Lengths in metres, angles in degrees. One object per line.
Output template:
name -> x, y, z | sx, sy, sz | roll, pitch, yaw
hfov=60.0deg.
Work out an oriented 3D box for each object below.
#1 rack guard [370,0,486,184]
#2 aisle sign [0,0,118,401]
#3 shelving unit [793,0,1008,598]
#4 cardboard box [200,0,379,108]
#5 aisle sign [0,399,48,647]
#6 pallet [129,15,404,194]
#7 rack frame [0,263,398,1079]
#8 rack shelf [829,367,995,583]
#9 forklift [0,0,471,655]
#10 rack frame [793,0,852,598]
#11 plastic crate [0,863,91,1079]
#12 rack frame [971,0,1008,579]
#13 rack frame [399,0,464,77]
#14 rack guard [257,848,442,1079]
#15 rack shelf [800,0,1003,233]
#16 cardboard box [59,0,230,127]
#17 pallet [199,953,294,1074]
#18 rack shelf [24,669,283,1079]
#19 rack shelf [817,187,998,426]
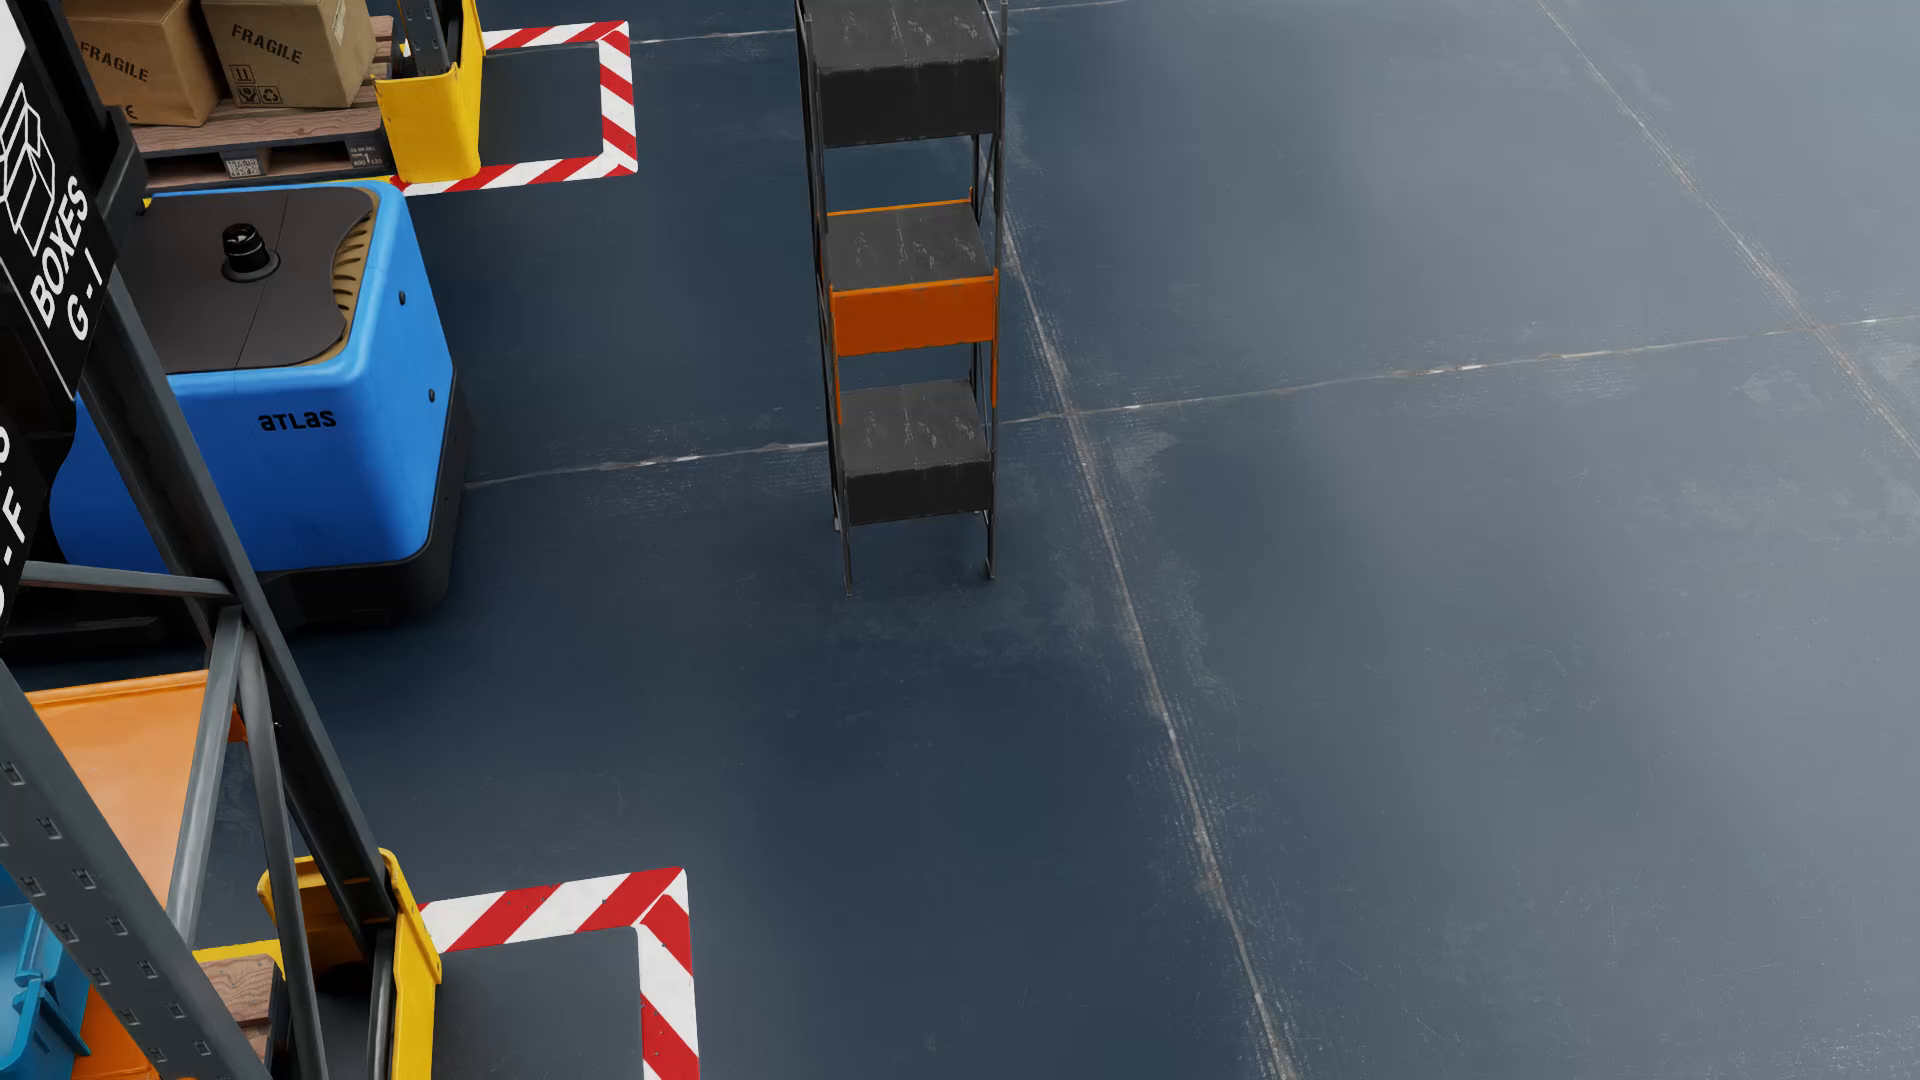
rack guard -> -2.373, -2.152, 7.476 | 0.348, 0.500, 1.175 | -7, 46, -7
aisle sign -> -1.432, -0.633, 2.471 | 0.004, 0.787, 0.394 | -7, 46, -7
shelving unit -> -0.163, -0.708, 4.974 | 0.503, 2.100, 0.431 | -7, 46, -7
cardboard box -> -2.916, -2.242, 7.272 | 0.500, 0.500, 0.500 | 1, 46, 1
aisle sign -> -1.332, -0.214, 2.068 | 0.004, 0.787, 0.394 | -7, 46, -7
pallet -> -3.179, -1.977, 7.508 | 1.213, 0.211, 1.003 | -7, 46, -7
rack frame -> -1.453, 0.486, 3.199 | 0.127, 3.000, 1.000 | -7, 46, -7
rack shelf -> -0.163, -0.213, 5.488 | 0.480, 0.518, 0.431 | -7, 46, -7
forklift -> -3.246, -0.989, 4.668 | 3.031, 2.935, 1.130 | -5, 46, -4
rack frame -> -0.404, -0.678, 4.945 | 0.015, 2.100, 0.400 | -7, 46, -7
plastic crate -> -1.895, 0.811, 2.989 | 0.616, 0.251, 0.499 | -7, 46, -7
rack frame -> 0.077, -0.738, 5.003 | 0.015, 2.100, 0.400 | -7, 46, -7
rack frame -> -2.298, -3.029, 6.585 | 0.127, 3.000, 1.000 | -7, 46, -7
rack guard -> -1.520, 1.396, 4.058 | 0.348, 0.500, 1.175 | -7, 46, -7
rack shelf -> -0.163, -1.184, 4.480 | 0.480, 0.518, 0.431 | -7, 46, -7
cardboard box -> -3.499, -2.144, 7.177 | 0.500, 0.500, 0.500 | 4, 46, 4
pallet -> -2.322, 1.592, 4.069 | 1.213, 0.211, 1.003 | -7, 46, -7
rack shelf -> -3.424, 0.981, 3.221 | 4.000, 0.370, 1.077 | -7, 46, -7
rack shelf -> -0.163, -0.699, 4.984 | 0.480, 0.518, 0.431 | -7, 46, -7
